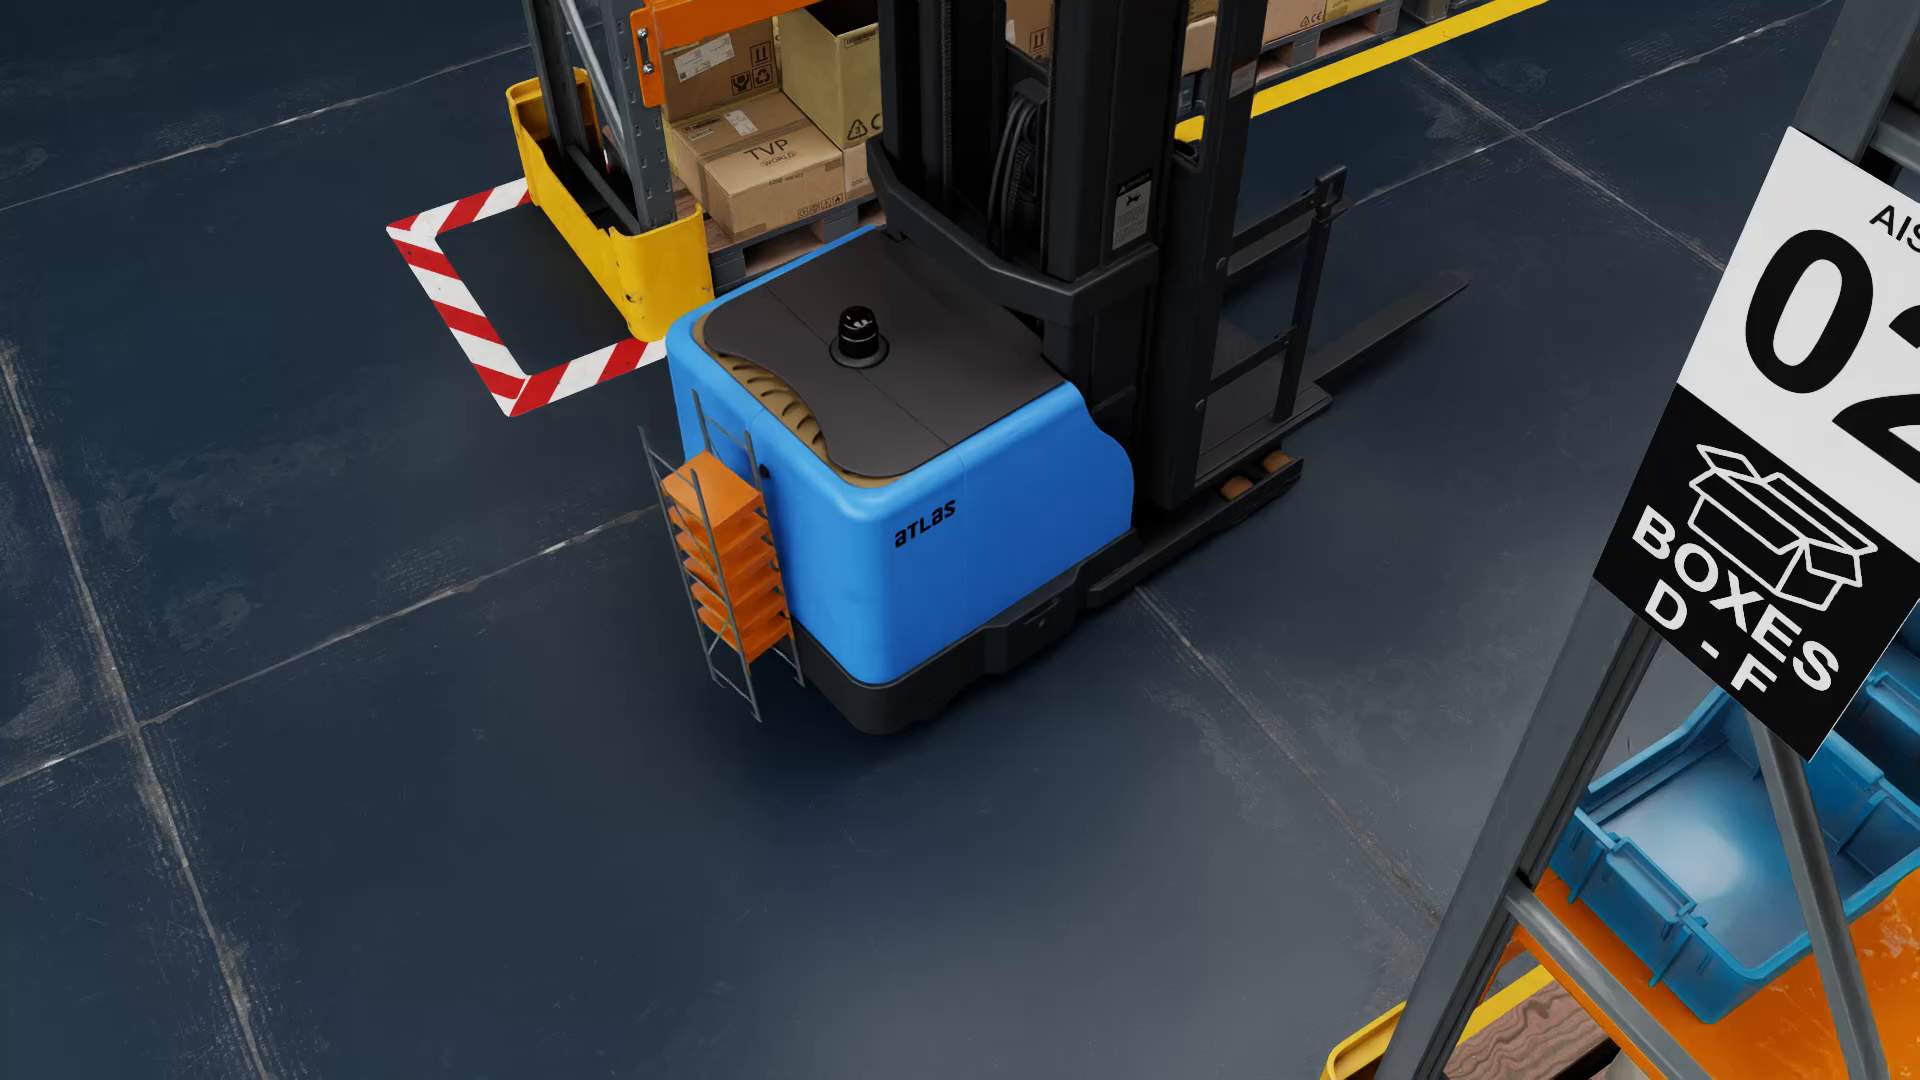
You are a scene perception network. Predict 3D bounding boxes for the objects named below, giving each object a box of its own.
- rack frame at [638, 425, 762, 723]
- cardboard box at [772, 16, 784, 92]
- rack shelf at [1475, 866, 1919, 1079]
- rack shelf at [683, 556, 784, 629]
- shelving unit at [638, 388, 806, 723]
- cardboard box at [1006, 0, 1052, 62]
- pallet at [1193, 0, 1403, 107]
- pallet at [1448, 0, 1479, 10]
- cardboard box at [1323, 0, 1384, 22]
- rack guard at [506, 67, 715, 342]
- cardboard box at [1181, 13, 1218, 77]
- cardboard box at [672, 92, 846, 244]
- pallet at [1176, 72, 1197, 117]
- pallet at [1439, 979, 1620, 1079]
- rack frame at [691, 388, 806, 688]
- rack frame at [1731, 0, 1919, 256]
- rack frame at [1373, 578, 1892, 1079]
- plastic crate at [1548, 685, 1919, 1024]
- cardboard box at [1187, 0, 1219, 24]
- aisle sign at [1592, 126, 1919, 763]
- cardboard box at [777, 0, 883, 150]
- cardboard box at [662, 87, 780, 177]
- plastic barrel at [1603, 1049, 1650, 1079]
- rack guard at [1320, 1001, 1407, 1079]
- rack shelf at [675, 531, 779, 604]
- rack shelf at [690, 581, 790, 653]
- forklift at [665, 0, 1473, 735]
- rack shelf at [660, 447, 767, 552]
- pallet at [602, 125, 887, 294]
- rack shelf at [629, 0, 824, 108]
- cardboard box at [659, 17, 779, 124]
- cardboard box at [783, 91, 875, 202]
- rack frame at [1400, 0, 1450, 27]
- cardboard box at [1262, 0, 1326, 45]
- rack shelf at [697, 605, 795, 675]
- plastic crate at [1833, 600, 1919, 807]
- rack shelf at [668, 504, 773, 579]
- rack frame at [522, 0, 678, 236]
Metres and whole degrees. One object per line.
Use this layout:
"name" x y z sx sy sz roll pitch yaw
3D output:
"rack frame" -0.739 0.135 4.827 0.006 1.200 0.240 -39 59 -24
"cardboard box" -0.659 -2.023 7.103 0.500 0.250 0.500 -25 53 -21
"rack shelf" 2.960 0.382 3.883 4.000 0.370 1.077 -25 53 -21
"rack shelf" -0.672 0.111 4.900 0.180 0.103 0.258 -39 59 -24
"shelving unit" -0.675 0.083 4.865 0.189 1.200 0.258 -39 59 -24
"cardboard box" 0.038 -2.146 6.711 0.500 0.500 0.500 -25 53 -21
"pallet" 1.316 -2.567 7.895 1.213 0.211 1.003 -25 53 -21
"pallet" 2.614 -3.176 8.437 1.213 0.211 1.003 -25 53 -21
"cardboard box" 1.736 -2.687 7.694 0.500 0.250 0.500 -25 53 -21
"rack guard" -1.392 -1.350 6.617 0.348 0.500 1.175 -25 53 -21
"cardboard box" 0.892 -2.286 7.337 0.500 0.250 0.500 -25 53 -21
"cardboard box" -0.800 -1.489 6.628 0.500 0.250 0.500 -25 53 -21
"pallet" 0.283 -2.078 7.459 1.213 0.211 1.003 -25 53 -21
"pallet" 1.997 1.486 4.285 1.213 0.211 1.003 -25 53 -21
"rack frame" -0.610 0.031 4.903 0.006 1.200 0.240 -39 59 -24
"rack frame" 1.268 -1.056 0.665 0.127 3.000 1.000 -25 53 -21
"rack frame" 1.268 0.939 2.905 0.127 3.000 1.000 -25 53 -21
"plastic crate" 1.532 0.600 3.306 0.616 0.251 0.499 -25 53 -21
"cardboard box" 0.886 -2.543 7.064 0.500 0.500 0.500 -25 53 -21
"aisle sign" 1.049 -0.084 2.076 0.004 0.787 0.394 -25 53 -21
"cardboard box" -0.378 -1.939 6.526 0.500 0.500 0.500 -25 53 -21
"cardboard box" -1.076 -1.816 6.919 0.500 0.250 0.500 -25 53 -21
"plastic barrel" 1.784 1.316 3.954 0.421 0.512 0.421 0 48 0
"rack guard" 1.307 1.711 3.892 0.348 0.500 1.175 -25 53 -21
"rack shelf" -0.678 0.036 4.806 0.180 0.103 0.258 -39 59 -24
"rack shelf" -0.666 0.186 4.993 0.180 0.103 0.258 -39 59 -24
"forklift" 0.577 -1.312 4.956 3.031 2.935 1.130 -31 55 -25
"rack shelf" -0.691 -0.114 4.620 0.180 0.103 0.258 -39 59 -24
"pallet" -0.747 -1.595 7.029 1.213 0.211 1.003 -25 53 -21
"rack shelf" 0.320 -2.748 6.671 4.000 0.370 1.077 -25 53 -21
"cardboard box" -1.077 -2.067 6.640 0.500 0.500 0.500 -25 53 -21
"cardboard box" -0.379 -1.691 6.807 0.500 0.250 0.500 -25 53 -21
"rack frame" 2.011 -3.785 7.112 0.127 3.000 1.000 -25 53 -21
"cardboard box" 1.307 -2.494 7.522 0.500 0.250 0.500 -25 53 -21
"rack shelf" -0.660 0.261 5.087 0.180 0.103 0.258 -39 59 -24
"plastic crate" 2.084 0.345 3.534 0.408 0.251 0.499 -25 53 -21
"rack shelf" -0.685 -0.039 4.713 0.180 0.103 0.258 -39 59 -24
"rack frame" -1.372 -2.191 5.692 0.127 3.000 1.000 -25 53 -21
